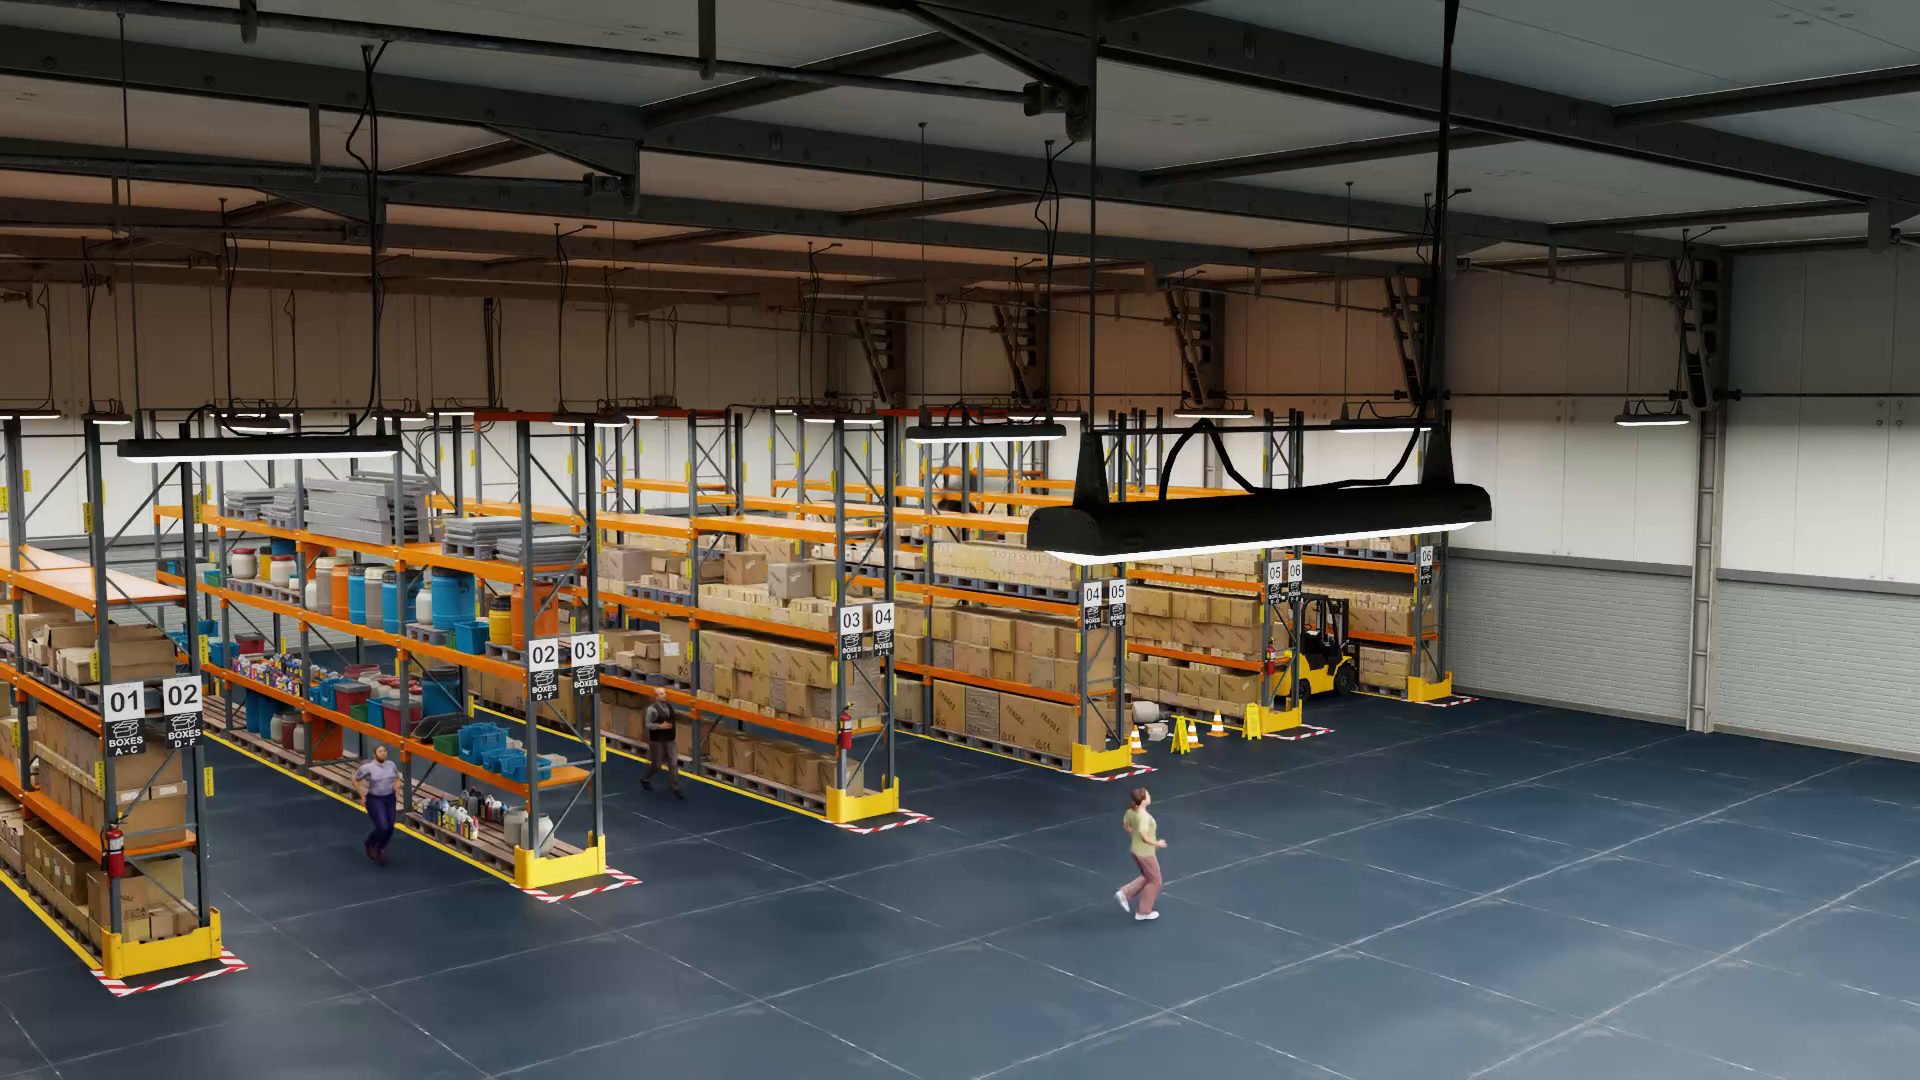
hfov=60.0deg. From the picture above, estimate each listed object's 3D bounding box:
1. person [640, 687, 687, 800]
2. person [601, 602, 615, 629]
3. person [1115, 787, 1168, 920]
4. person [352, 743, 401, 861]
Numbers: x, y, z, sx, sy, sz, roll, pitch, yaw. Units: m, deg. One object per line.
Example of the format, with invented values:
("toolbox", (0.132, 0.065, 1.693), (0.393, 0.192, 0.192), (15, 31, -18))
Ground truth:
("person", (-4.664, 3.162, 26.026), (0.950, 1.724, 0.657), (4, 7, 40))
("person", (-8.667, 1.966, 41.119), (0.557, 1.548, 0.532), (4, 6, 35))
("person", (2.175, 3.765, 19.970), (0.567, 1.620, 0.564), (-2, 5, -17))
("person", (-7.794, 3.553, 22.439), (0.575, 1.609, 0.592), (4, 7, 40))
